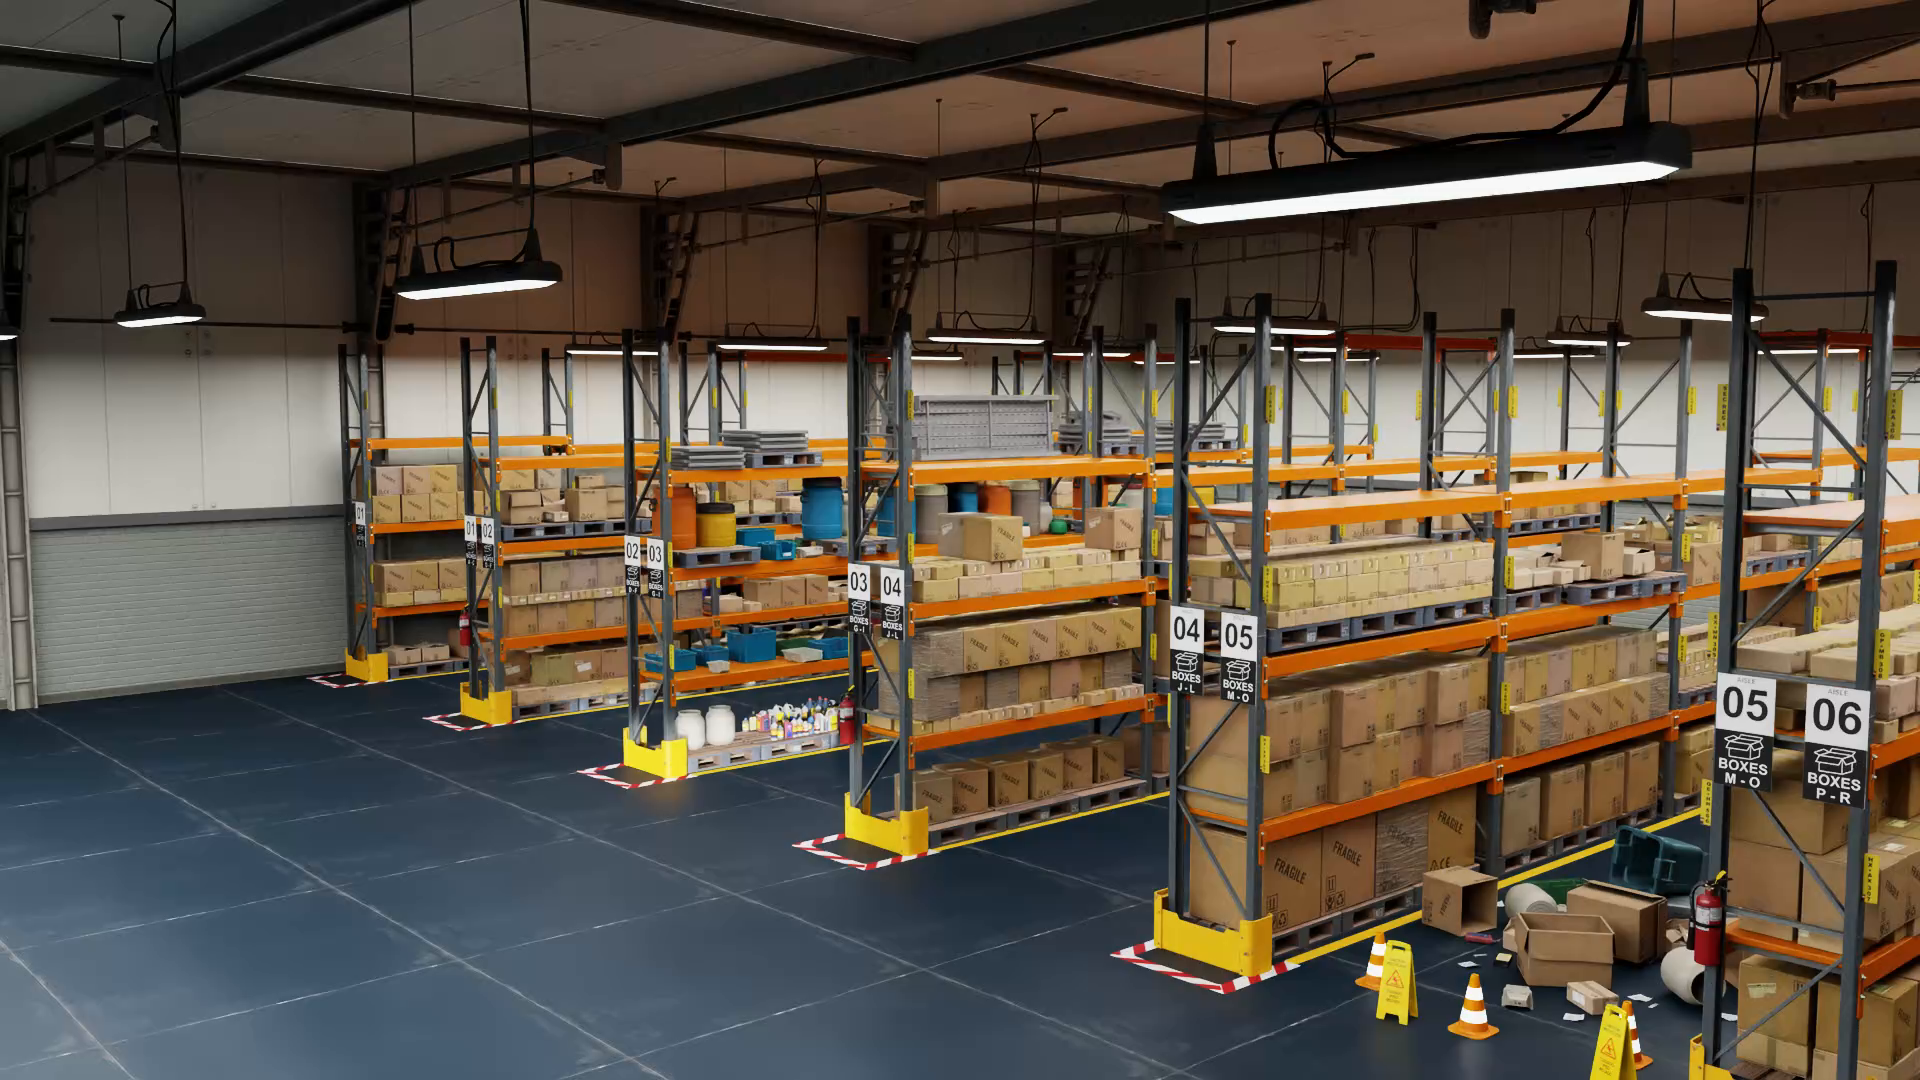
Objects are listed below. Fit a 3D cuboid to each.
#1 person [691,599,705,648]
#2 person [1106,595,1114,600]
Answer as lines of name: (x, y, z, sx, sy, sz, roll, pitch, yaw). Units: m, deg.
person: (-5.226, 1.442, 32.485, 0.501, 1.654, 0.366, 0, 5, -3)
person: (3.642, 0.677, 40.004, 0.635, 1.755, 0.583, -4, 7, -39)
